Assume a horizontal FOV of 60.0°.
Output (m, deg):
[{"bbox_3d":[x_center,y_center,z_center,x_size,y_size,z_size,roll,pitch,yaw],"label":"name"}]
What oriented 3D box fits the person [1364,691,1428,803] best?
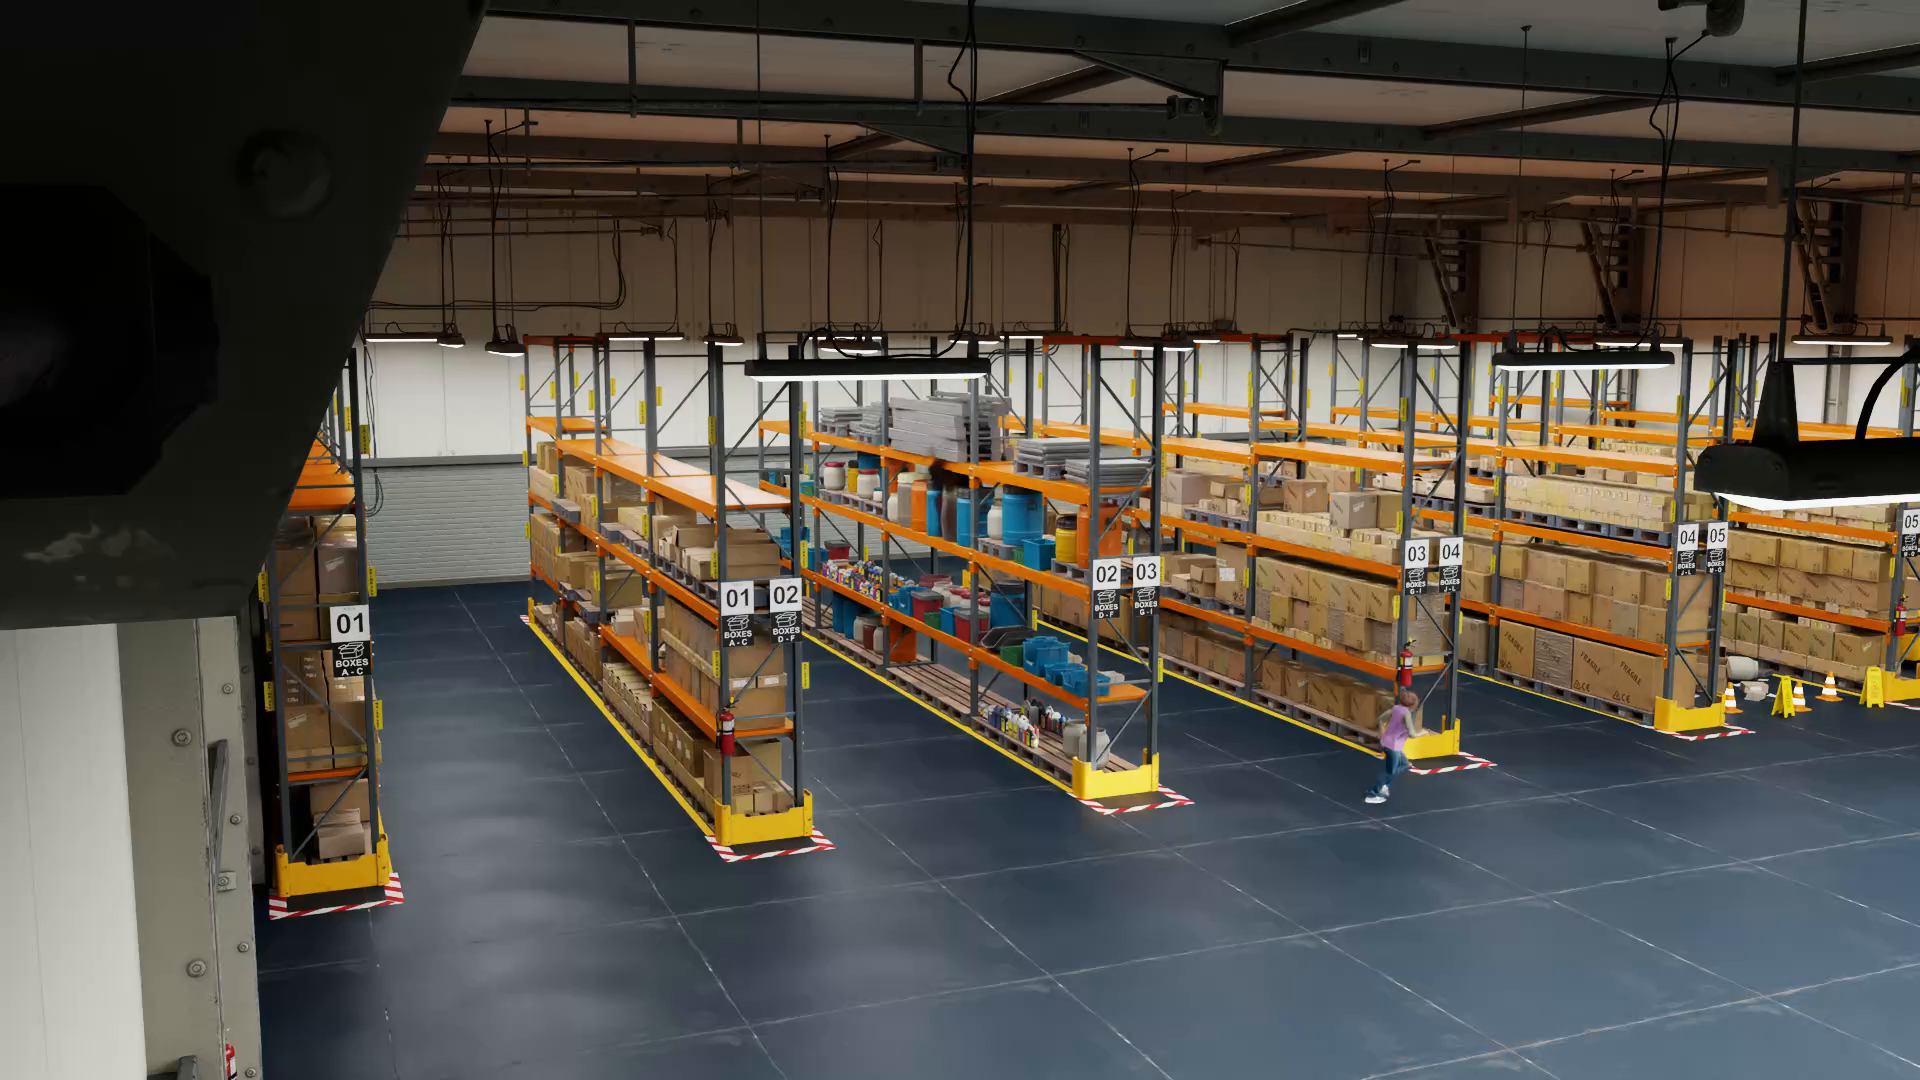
[{"bbox_3d":[5.714,2.701,21.755,0.830,1.494,0.528,0,8,-1],"label":"person"}]
